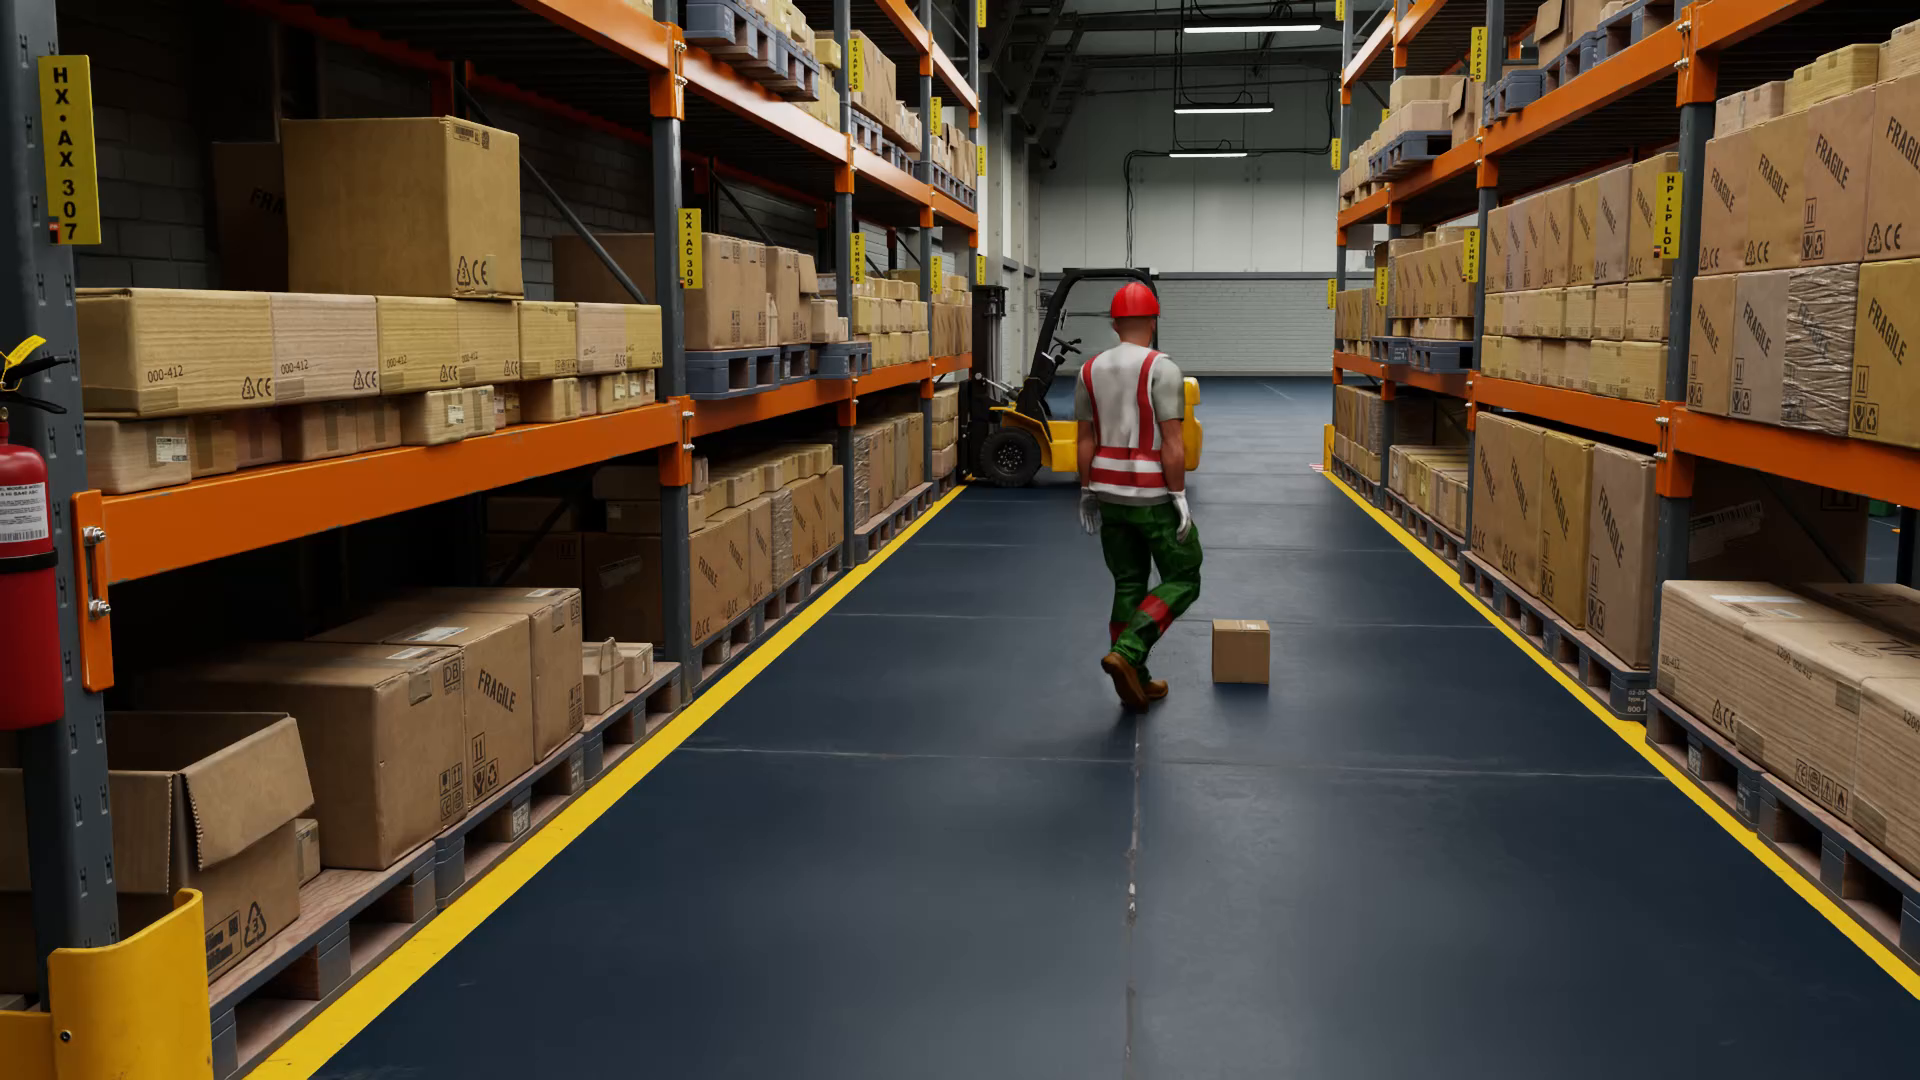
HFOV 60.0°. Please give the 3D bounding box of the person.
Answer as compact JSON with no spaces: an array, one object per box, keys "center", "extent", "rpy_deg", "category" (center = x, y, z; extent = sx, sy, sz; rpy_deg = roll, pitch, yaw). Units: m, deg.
[{"center":[0.736,-0.174,6.940],"extent":[0.575,1.785,0.605],"rpy_deg":[7,10,42],"category":"person"}]
